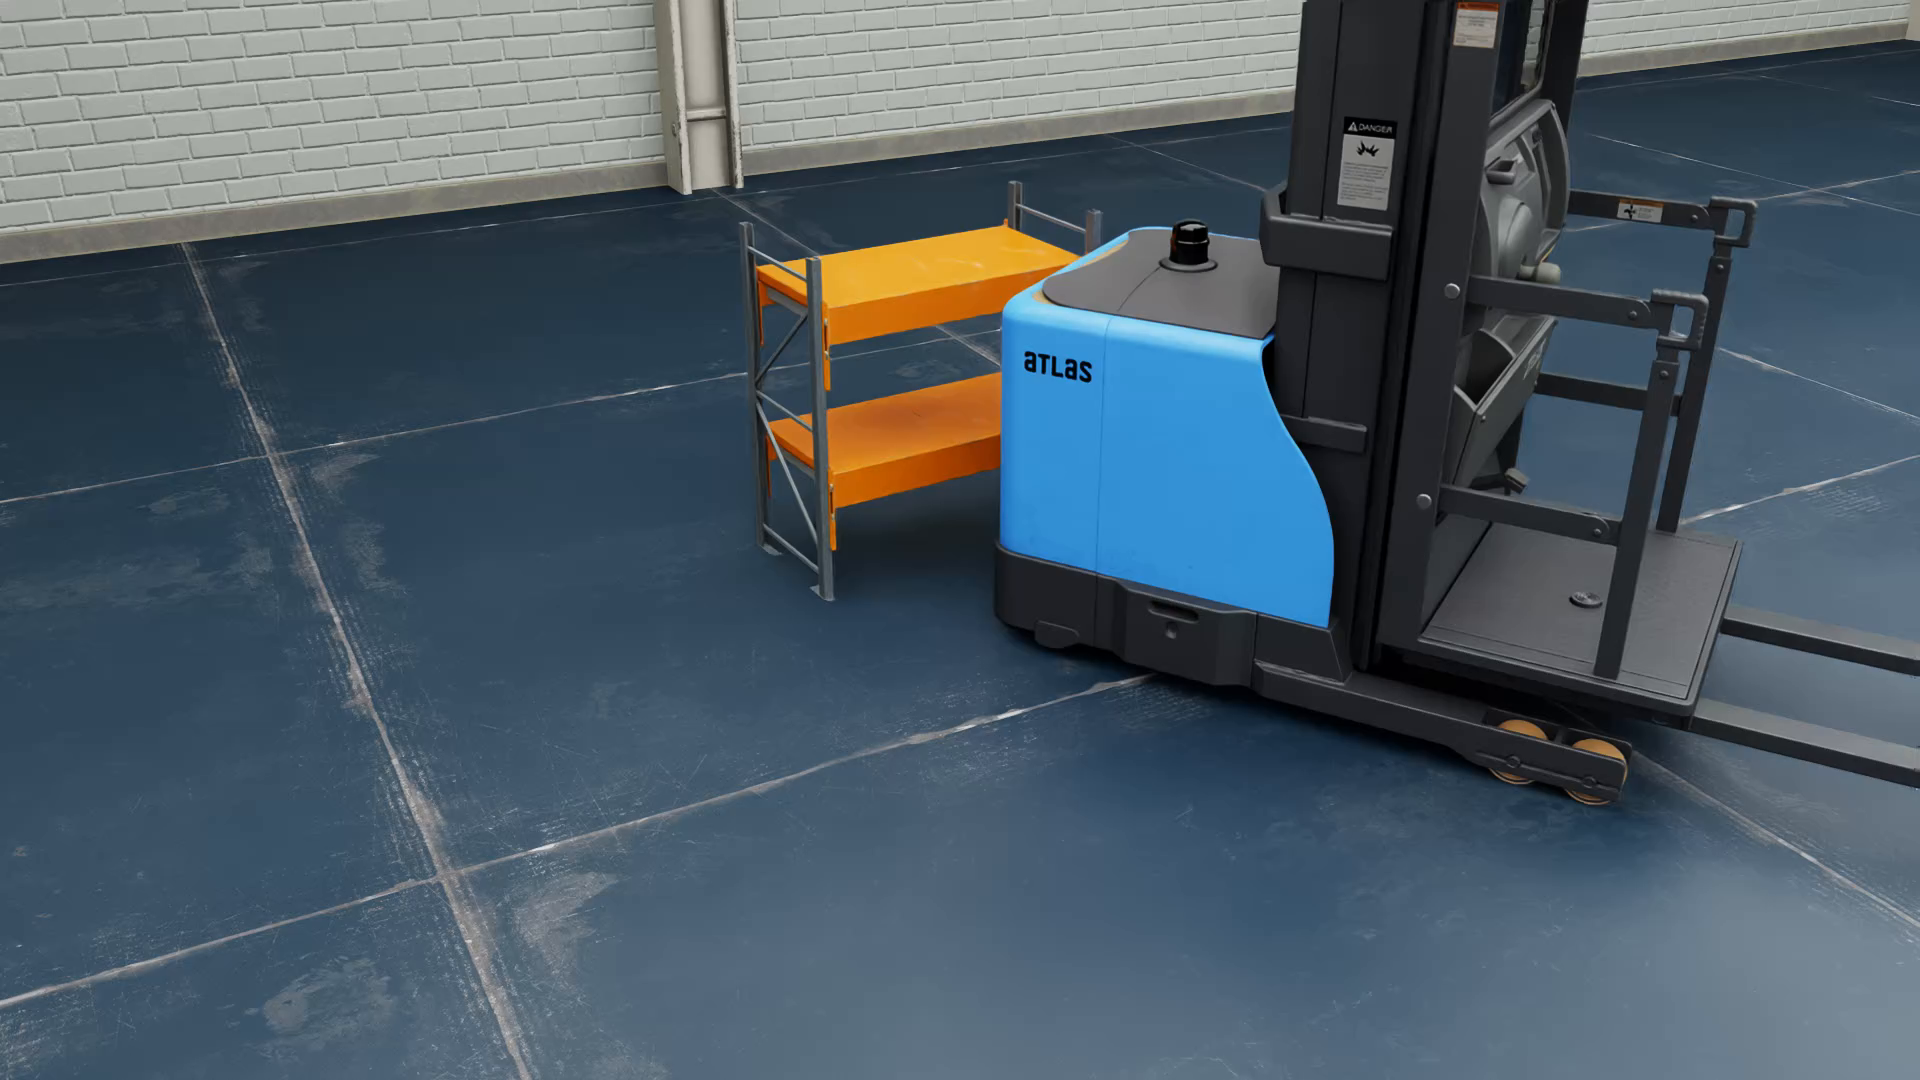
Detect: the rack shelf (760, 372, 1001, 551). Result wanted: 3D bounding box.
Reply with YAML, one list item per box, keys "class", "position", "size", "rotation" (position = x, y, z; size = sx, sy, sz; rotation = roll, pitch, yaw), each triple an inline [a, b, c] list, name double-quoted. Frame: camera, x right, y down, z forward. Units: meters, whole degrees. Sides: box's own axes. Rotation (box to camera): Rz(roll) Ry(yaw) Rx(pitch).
- class: "rack shelf"
  position: [-0.120, -0.299, 5.637]
  size: [1.000, 0.278, 0.538]
  rotation: [-15, 30, -29]

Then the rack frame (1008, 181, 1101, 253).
- class: "rack frame"
  position: [0.310, -0.636, 5.775]
  size: [0.032, 1.125, 0.500]
  rotation: [-15, 30, -29]

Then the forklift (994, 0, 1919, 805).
- class: "forklift"
  position: [1.644, -0.897, 4.231]
  size: [3.031, 2.935, 1.130]
  rotation: [14, 29, 26]

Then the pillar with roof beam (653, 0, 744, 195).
- class: "pillar with roof beam"
  position: [0.442, -4.616, 4.967]
  size: [0.400, 9.000, 9.100]
  rotation: [-13, 29, -25]

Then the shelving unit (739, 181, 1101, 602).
- class: "shelving unit"
  position: [-0.120, -0.519, 5.532]
  size: [1.048, 1.125, 0.538]
  rotation: [-15, 30, -29]

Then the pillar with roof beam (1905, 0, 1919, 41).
- class: "pillar with roof beam"
  position: [11.031, -7.060, 10.057]
  size: [0.400, 9.000, 9.100]
  rotation: [-13, 29, -25]

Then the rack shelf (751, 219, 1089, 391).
- class: "rack shelf"
  position: [-0.120, -0.783, 5.405]
  size: [1.000, 0.278, 0.538]
  rotation: [-15, 30, -29]

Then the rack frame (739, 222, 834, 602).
- class: "rack frame"
  position: [-0.551, -0.402, 5.288]
  size: [0.032, 1.125, 0.500]
  rotation: [-15, 30, -29]
